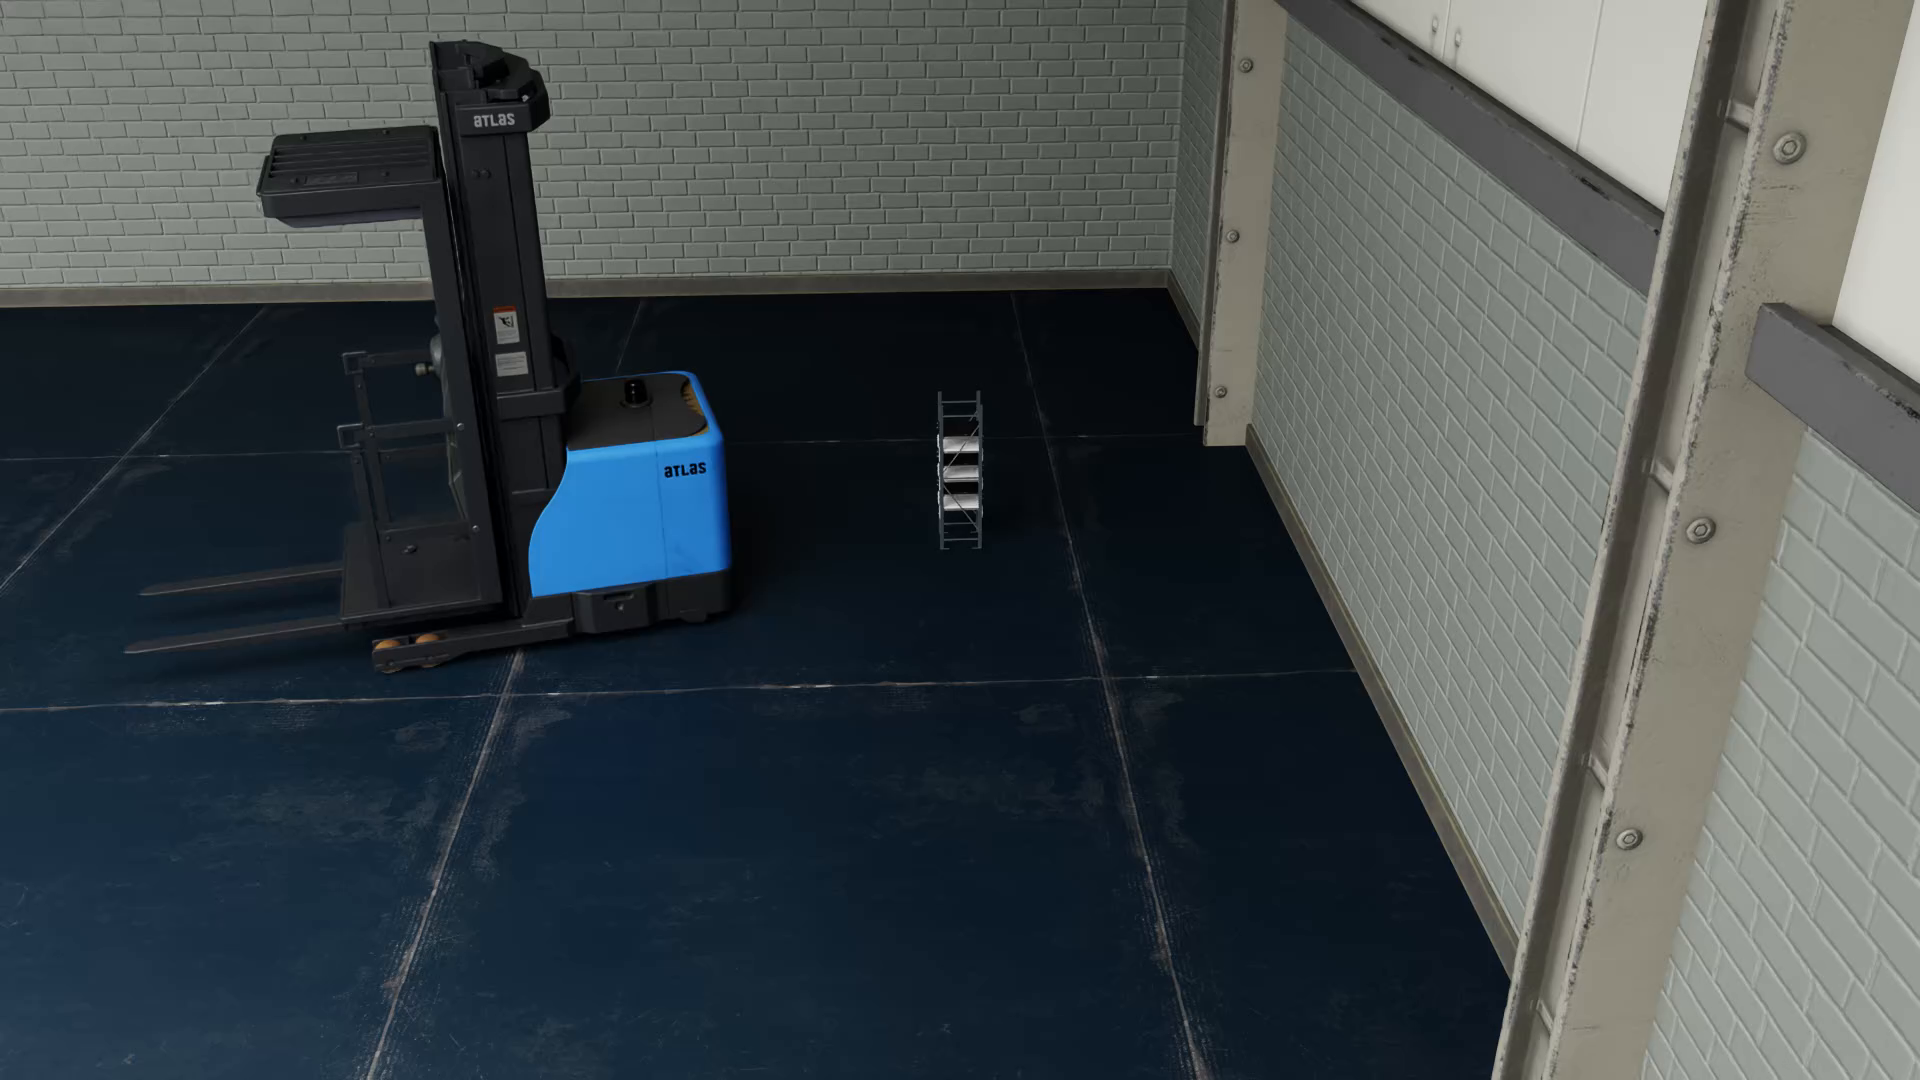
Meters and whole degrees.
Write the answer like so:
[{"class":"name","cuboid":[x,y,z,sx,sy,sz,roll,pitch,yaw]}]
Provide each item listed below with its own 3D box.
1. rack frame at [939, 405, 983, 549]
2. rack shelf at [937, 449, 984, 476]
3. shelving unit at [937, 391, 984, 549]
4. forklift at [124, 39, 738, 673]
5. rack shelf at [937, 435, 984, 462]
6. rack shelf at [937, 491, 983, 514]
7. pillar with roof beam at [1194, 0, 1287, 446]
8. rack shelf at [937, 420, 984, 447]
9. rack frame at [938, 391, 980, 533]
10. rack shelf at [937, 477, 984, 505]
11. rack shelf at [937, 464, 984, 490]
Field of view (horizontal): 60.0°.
[{"class":"rack frame","cuboid":[0.006,-0.348,9.445,0.240,0.900,0.006,-1,28,-3]},{"class":"rack shelf","cuboid":[0.000,-0.445,9.509,0.258,0.077,0.200,-1,28,-3]},{"class":"shelving unit","cuboid":[0.000,-0.395,9.535,0.258,0.900,0.210,-1,28,-3]},{"class":"forklift","cuboid":[-2.771,-0.896,8.298,3.031,2.935,1.130,-8,29,-15]},{"class":"rack shelf","cuboid":[0.000,-0.525,9.467,0.258,0.077,0.200,-1,28,-3]},{"class":"rack shelf","cuboid":[0.000,-0.206,9.633,0.258,0.077,0.200,-1,28,-3]},{"class":"pillar with roof beam","cuboid":[-2.550,-4.600,8.838,9.100,9.000,0.400,-1,28,-3]},{"class":"rack shelf","cuboid":[0.000,-0.605,9.425,0.258,0.077,0.200,-1,28,-3]},{"class":"rack frame","cuboid":[-0.005,-0.442,9.625,0.240,0.900,0.006,-1,28,-3]},{"class":"rack shelf","cuboid":[0.000,-0.286,9.592,0.258,0.077,0.200,-1,28,-3]},{"class":"rack shelf","cuboid":[0.000,-0.366,9.550,0.258,0.077,0.200,-1,28,-3]}]
